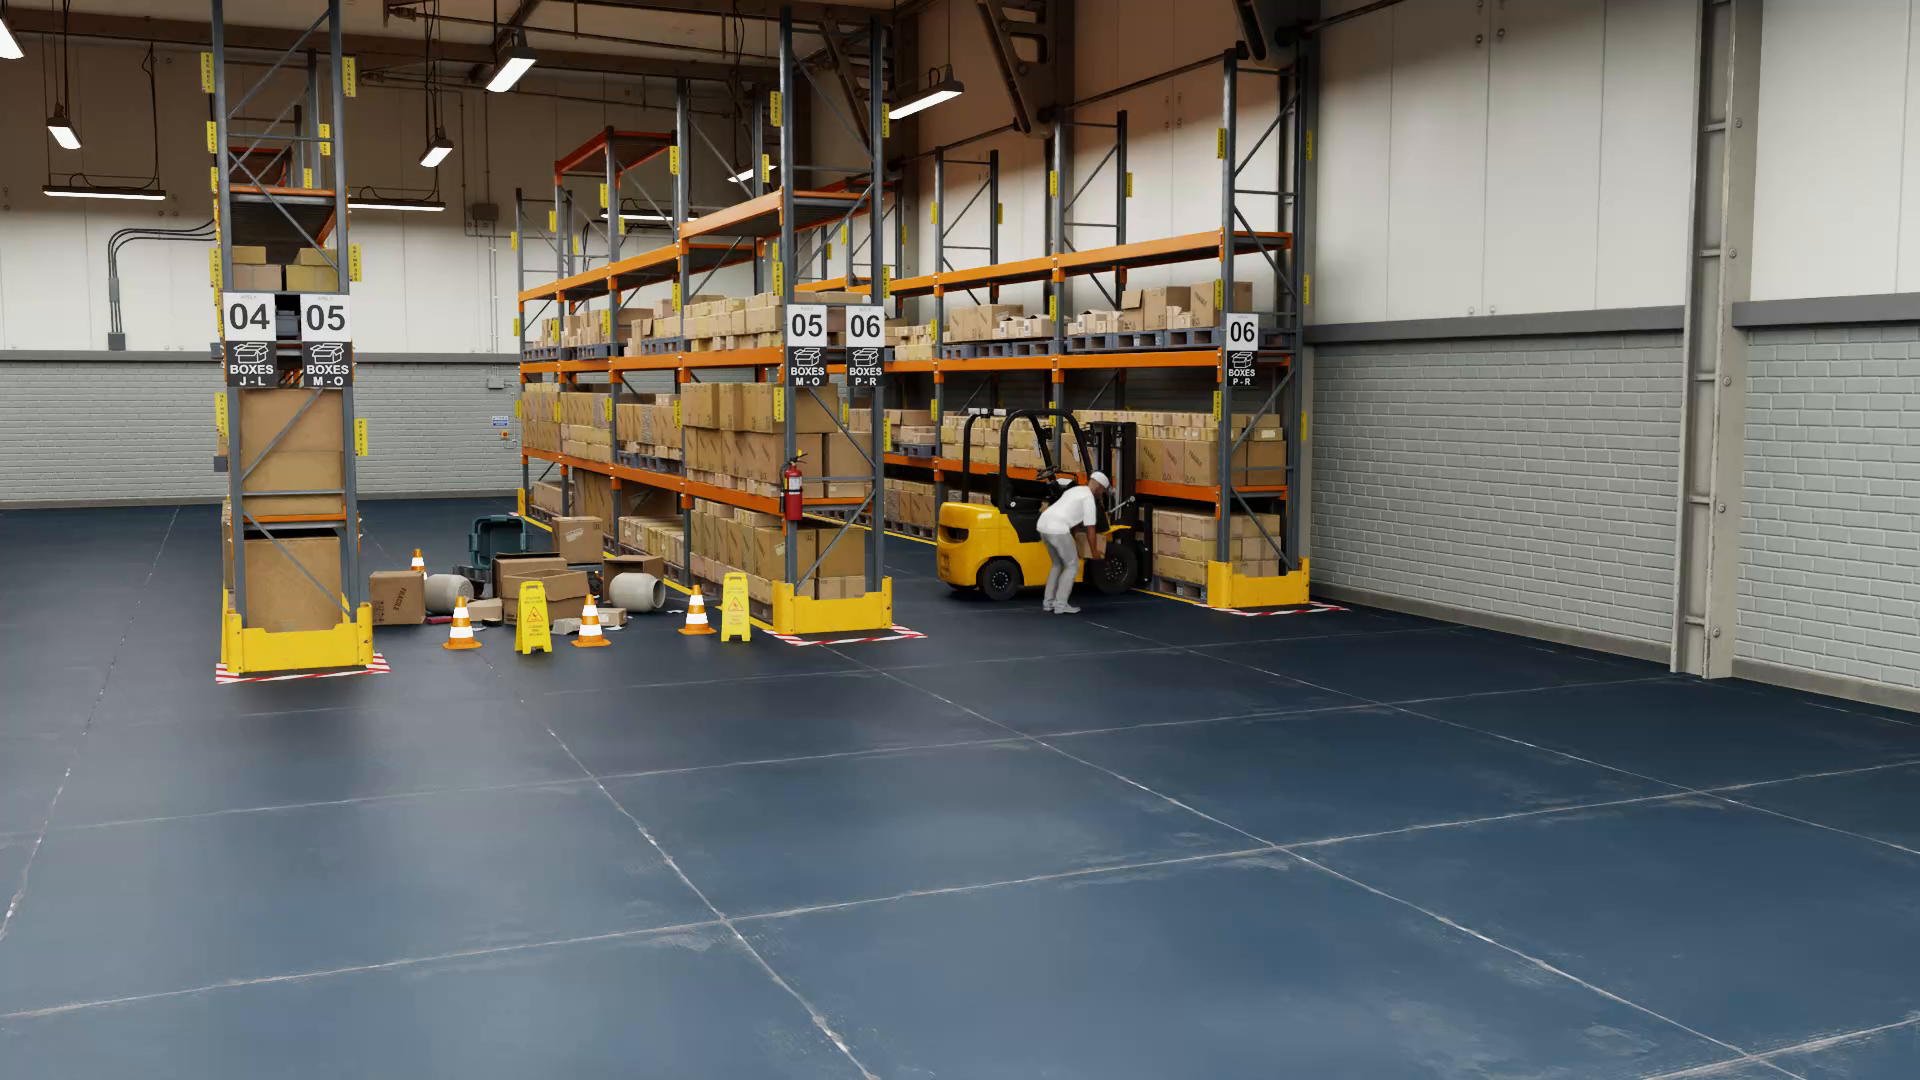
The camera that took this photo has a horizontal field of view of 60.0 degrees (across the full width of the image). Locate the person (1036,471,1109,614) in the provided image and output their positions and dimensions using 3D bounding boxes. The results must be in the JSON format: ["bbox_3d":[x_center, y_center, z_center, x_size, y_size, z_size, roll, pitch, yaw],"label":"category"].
[{"bbox_3d":[1.233,0.016,17.897,0.832,1.497,0.488,-3,6,-25],"label":"person"}]
